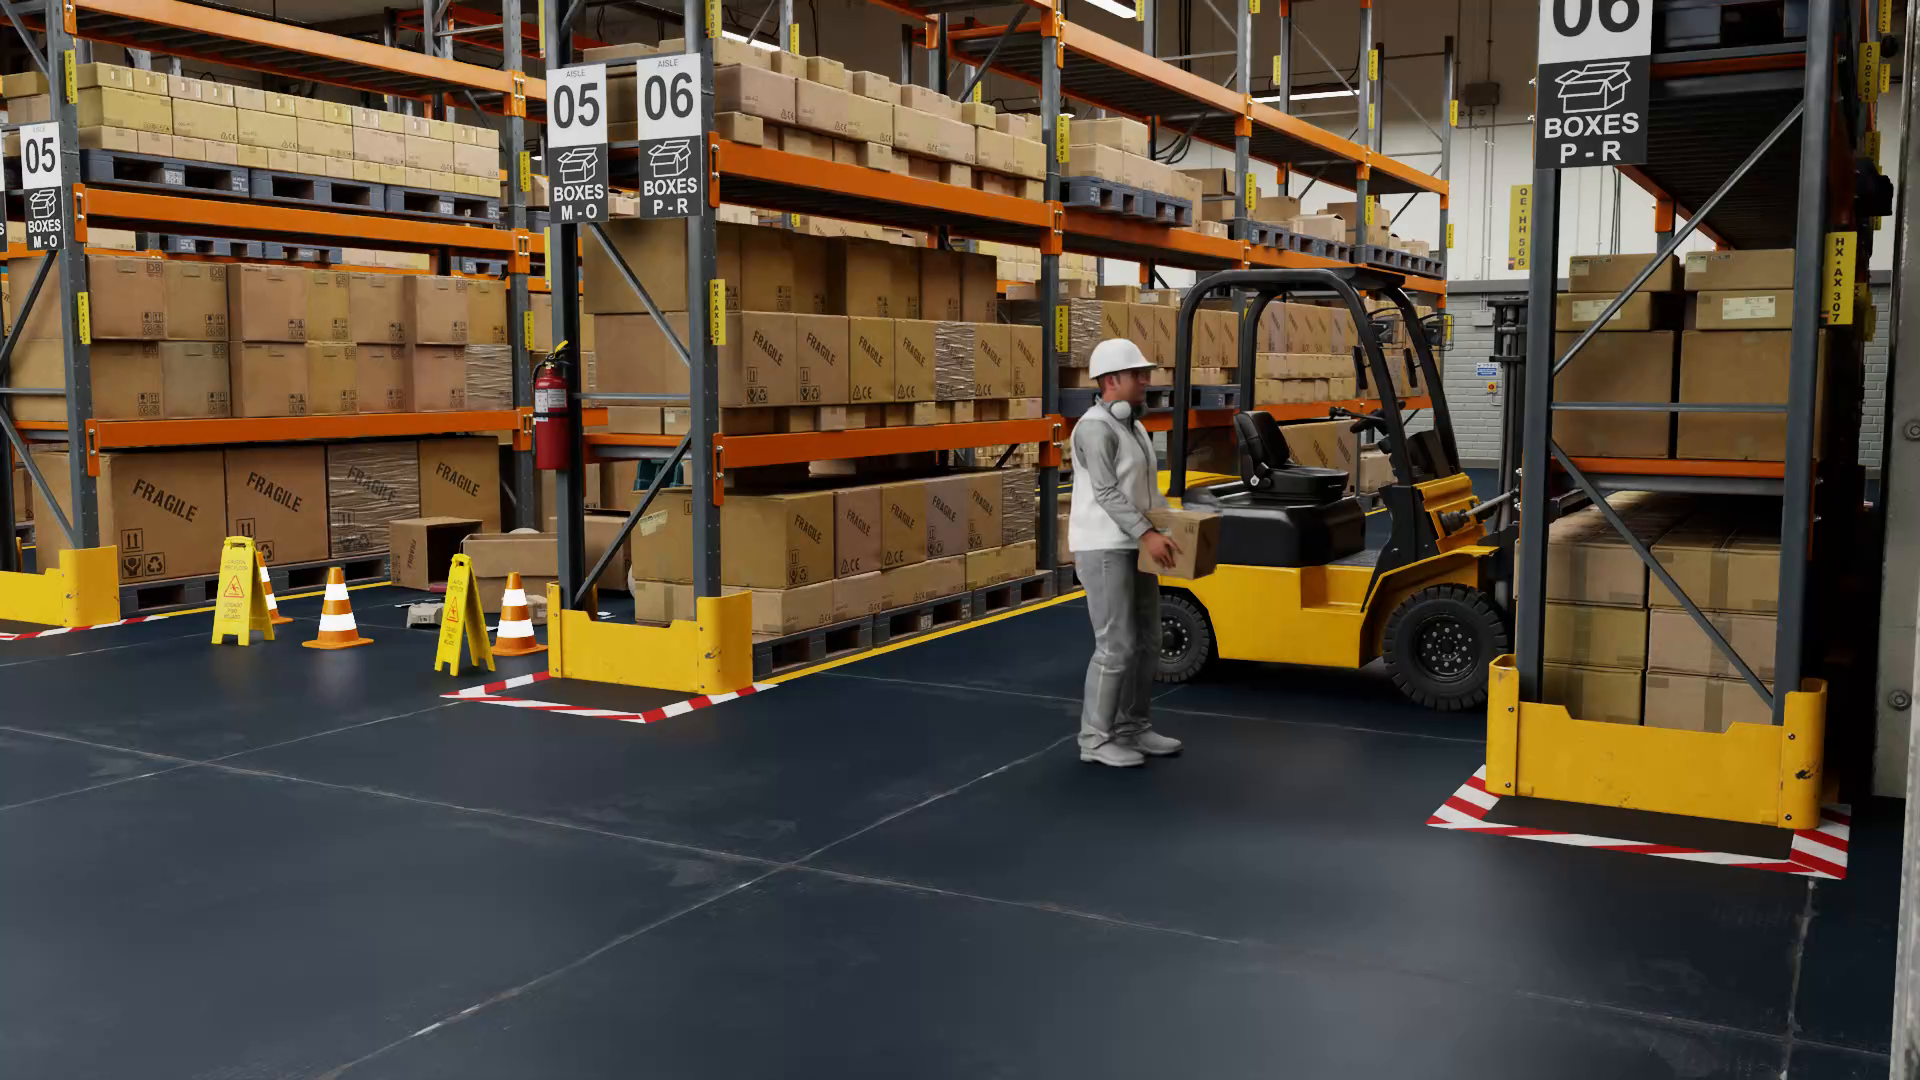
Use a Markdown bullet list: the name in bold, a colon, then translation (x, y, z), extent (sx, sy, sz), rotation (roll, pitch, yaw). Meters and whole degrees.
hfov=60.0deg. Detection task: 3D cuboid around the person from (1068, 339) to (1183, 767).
- **person**: translation (0.734, 0.042, 7.038), extent (0.522, 1.779, 0.532), rotation (3, 7, 28)
